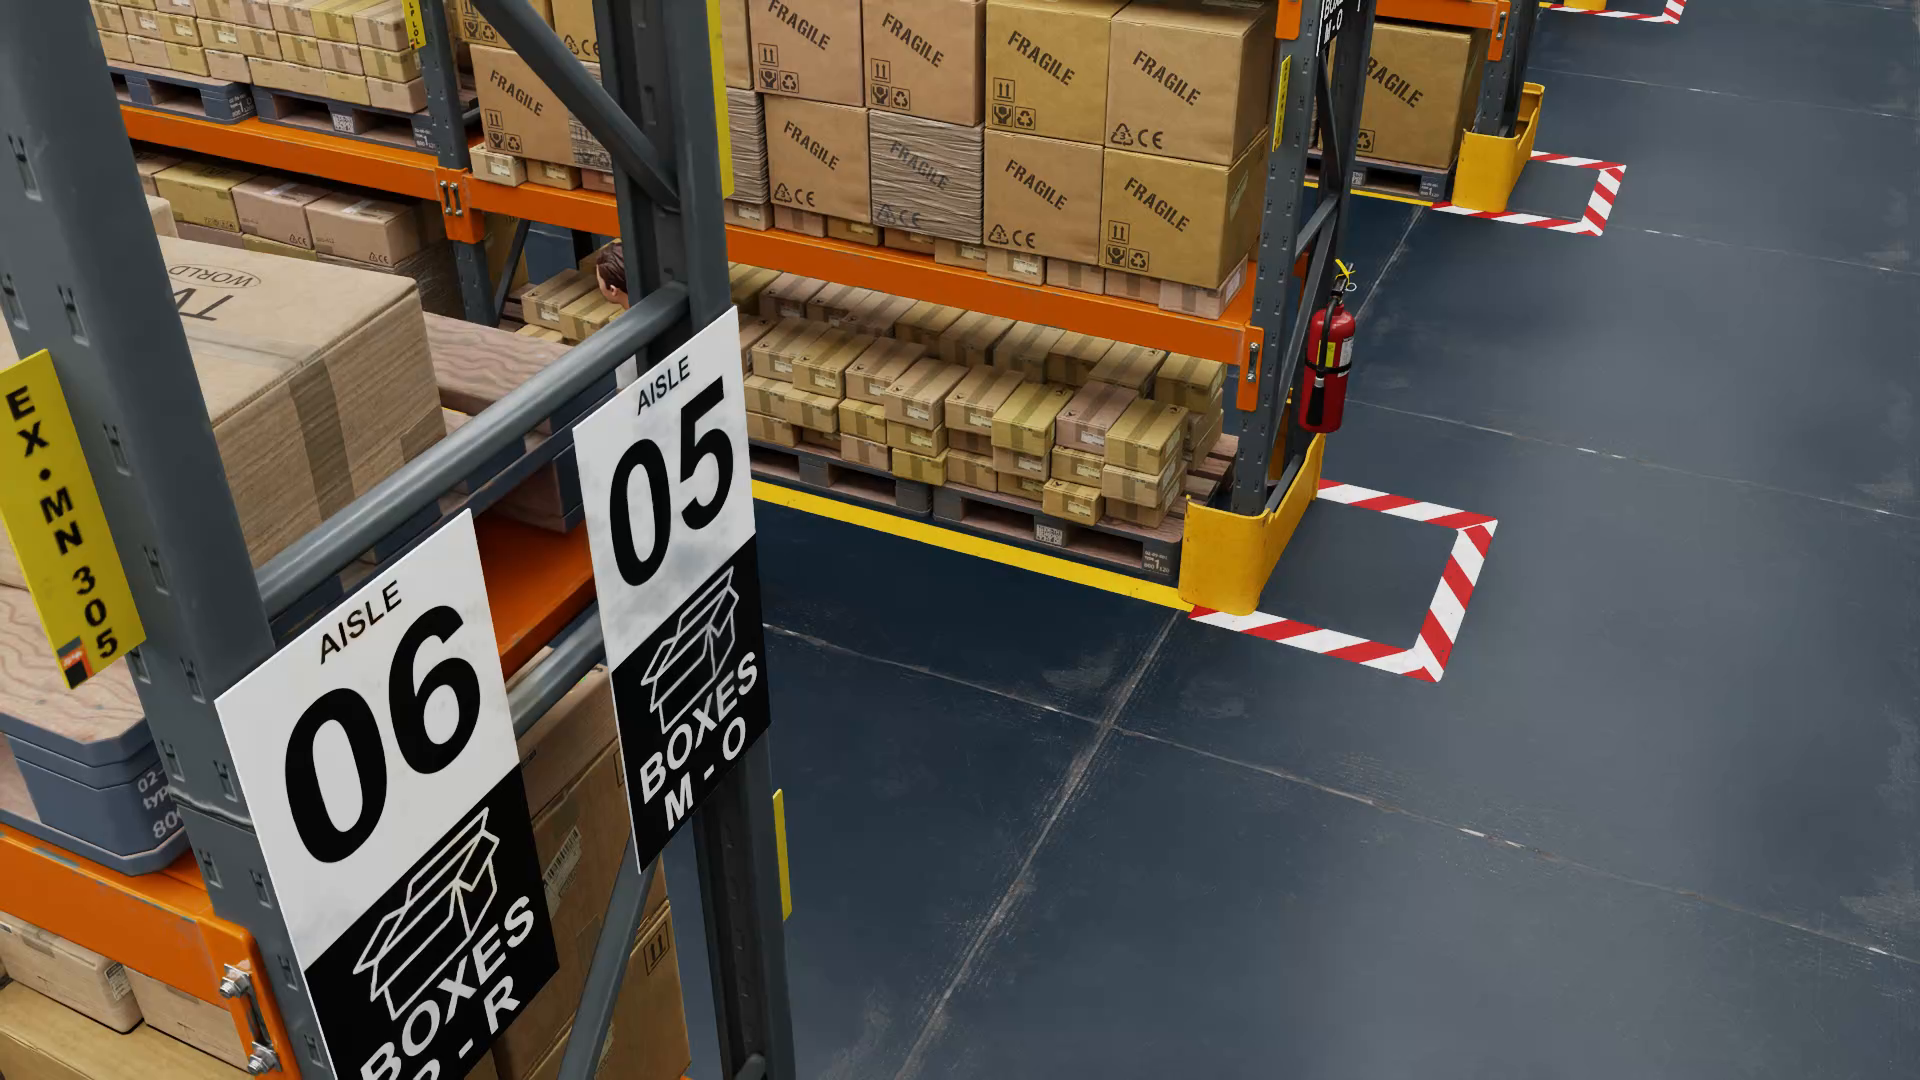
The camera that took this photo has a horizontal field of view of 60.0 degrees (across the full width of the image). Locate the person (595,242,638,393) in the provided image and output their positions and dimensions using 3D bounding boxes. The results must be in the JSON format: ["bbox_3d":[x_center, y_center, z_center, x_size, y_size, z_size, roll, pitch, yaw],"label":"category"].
[{"bbox_3d":[-1.236,-0.433,6.791,0.361,1.671,0.509,16,37,22],"label":"person"}]
